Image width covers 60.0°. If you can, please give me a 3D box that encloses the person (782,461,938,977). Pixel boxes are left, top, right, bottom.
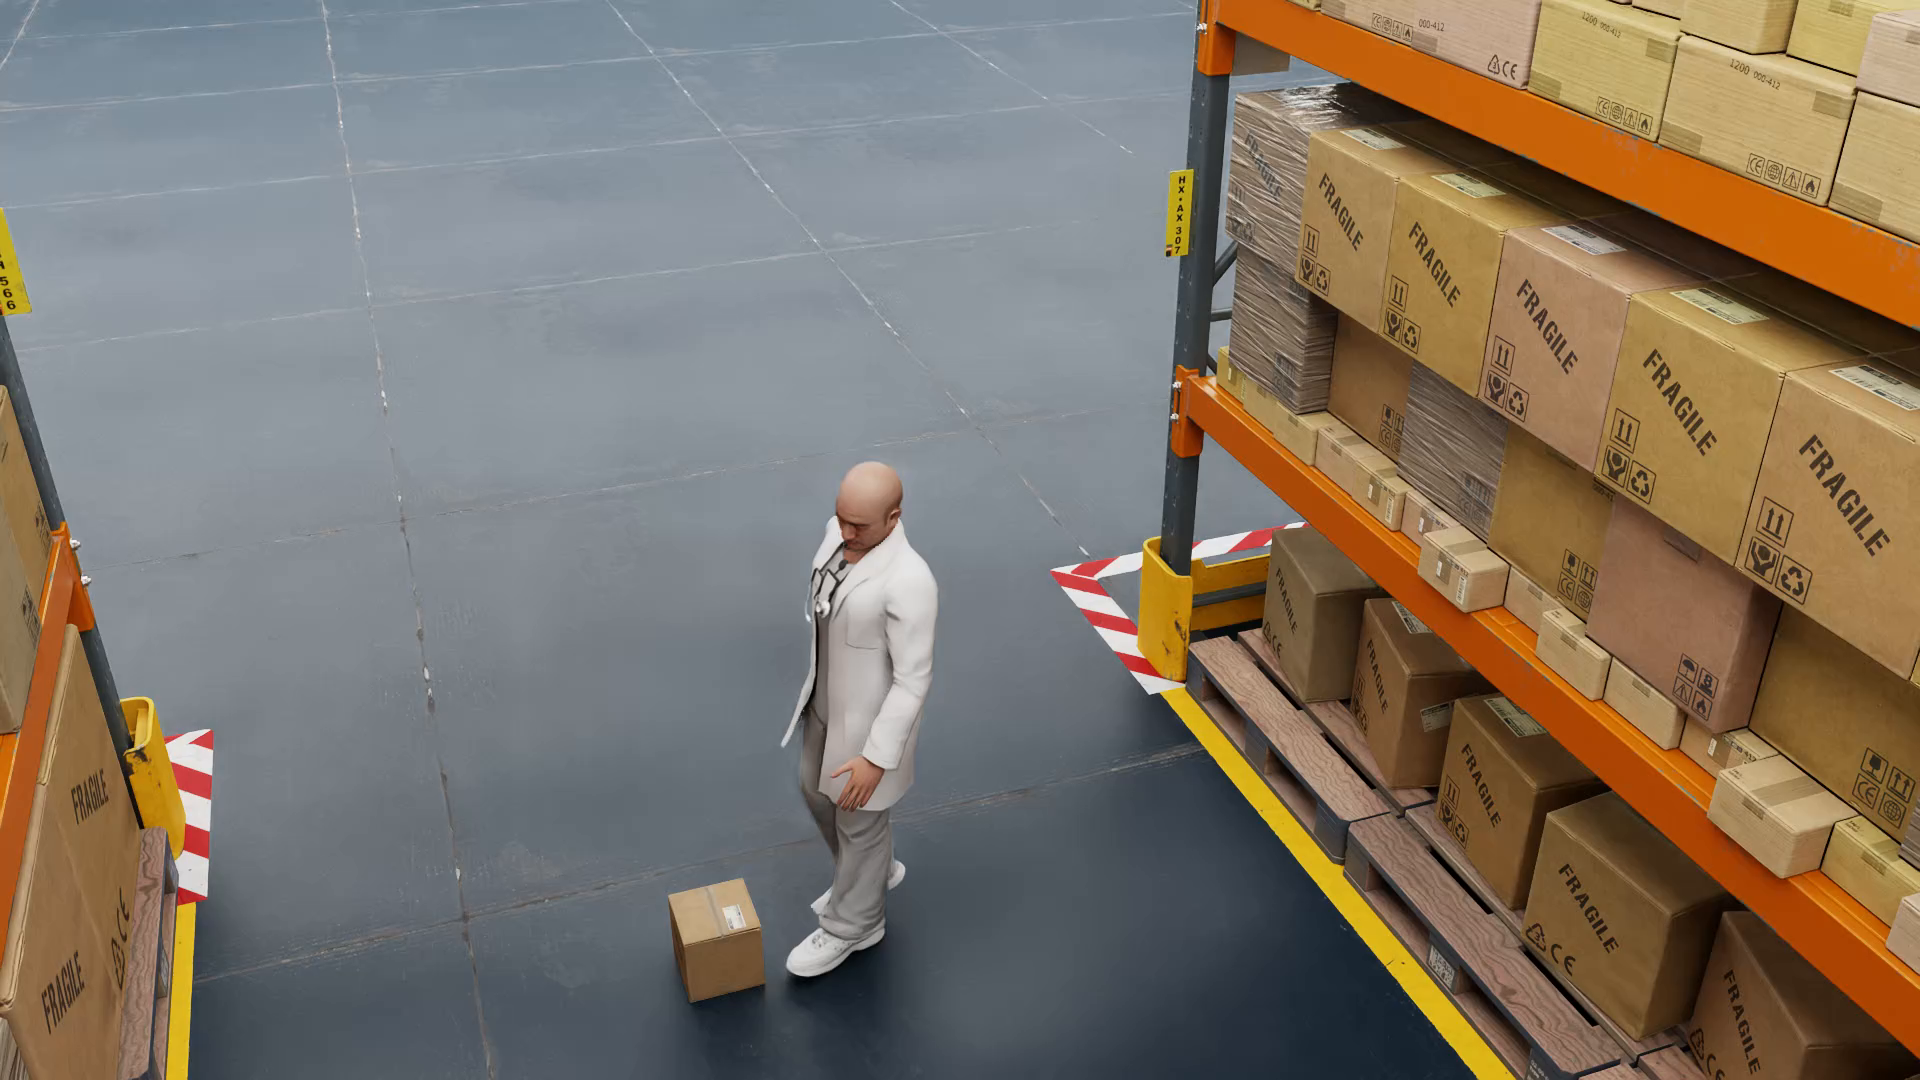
[{"bbox_3d":[-0.363,0.584,5.143,0.522,1.841,0.686,-14,32,-24],"label":"person"}]
